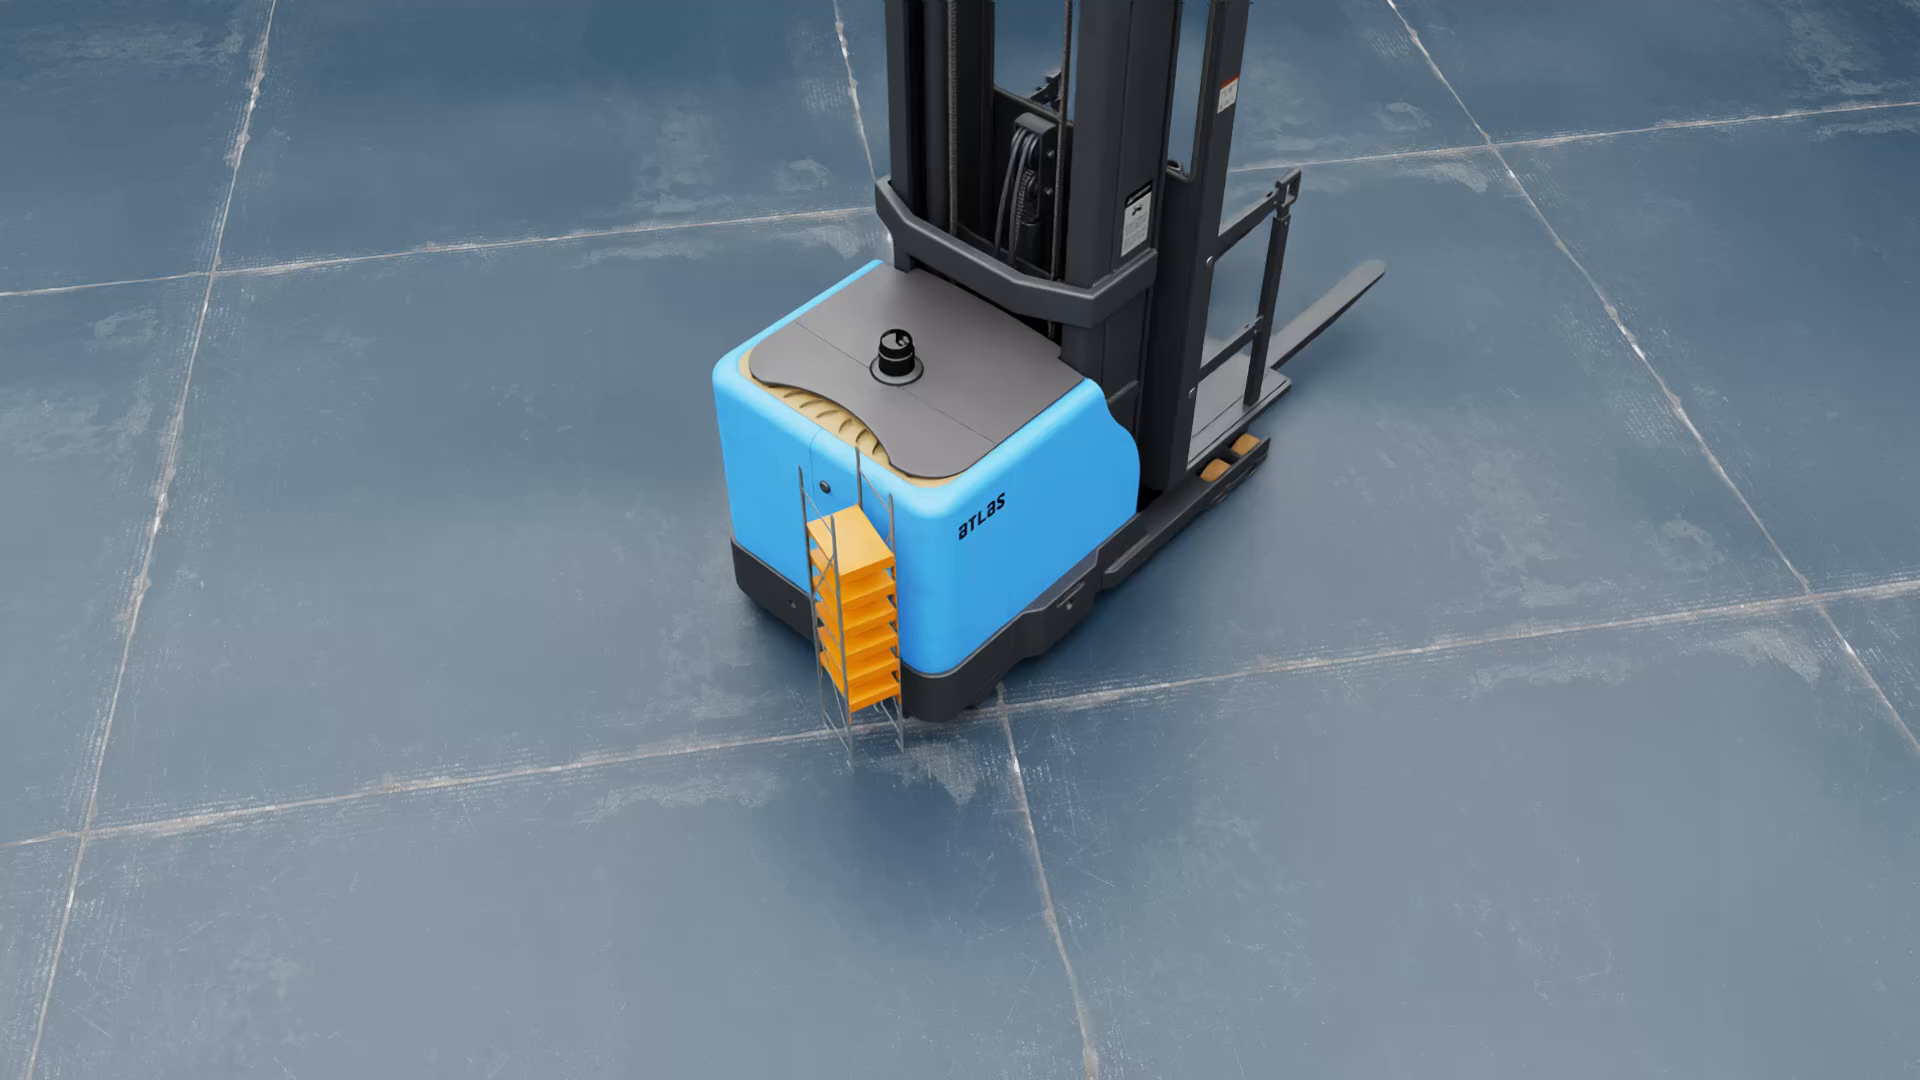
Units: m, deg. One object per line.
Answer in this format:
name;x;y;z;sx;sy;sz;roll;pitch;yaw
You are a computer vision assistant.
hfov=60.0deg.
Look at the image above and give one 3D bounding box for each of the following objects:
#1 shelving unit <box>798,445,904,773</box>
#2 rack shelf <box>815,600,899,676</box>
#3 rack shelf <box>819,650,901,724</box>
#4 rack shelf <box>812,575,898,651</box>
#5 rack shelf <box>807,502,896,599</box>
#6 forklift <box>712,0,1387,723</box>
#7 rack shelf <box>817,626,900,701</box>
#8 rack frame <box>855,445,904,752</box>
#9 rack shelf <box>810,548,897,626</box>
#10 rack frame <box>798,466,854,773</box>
shelving unit;-0.328;0.247;5.178;0.189;1.200;0.258;-21;50;-19
rack shelf;-0.328;0.278;5.210;0.180;0.103;0.258;-21;50;-19
rack shelf;-0.328;0.445;5.383;0.180;0.103;0.258;-21;50;-19
rack shelf;-0.328;0.195;5.124;0.180;0.103;0.258;-21;50;-19
rack shelf;-0.328;0.029;4.951;0.180;0.103;0.258;-21;50;-19
forklift;0.552;-1.385;5.549;1.130;2.935;3.031;33;54;28
rack shelf;-0.328;0.362;5.297;0.180;0.103;0.258;-21;50;-19
rack frame;-0.248;0.216;5.208;0.006;1.200;0.240;-21;50;-19
rack shelf;-0.328;0.112;5.038;0.180;0.103;0.258;-21;50;-19
rack frame;-0.409;0.279;5.148;0.006;1.200;0.240;-21;50;-19
